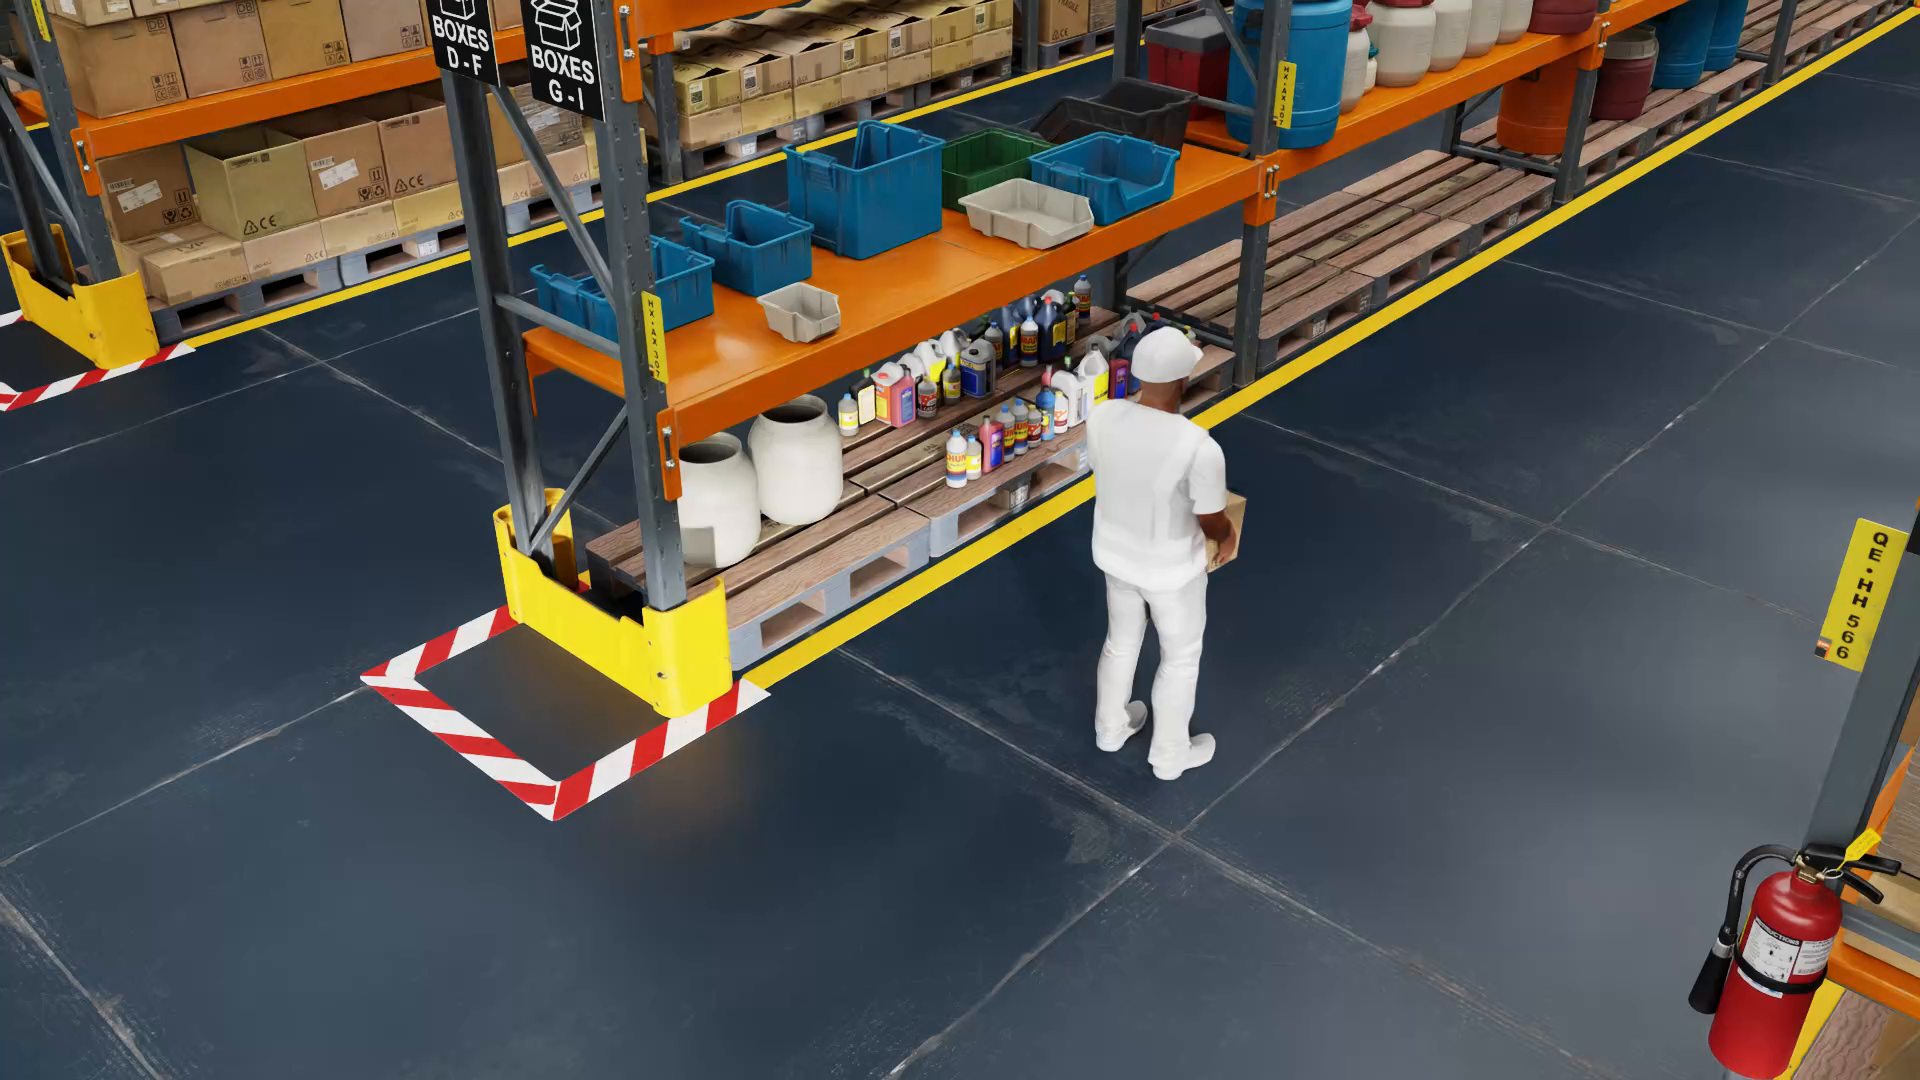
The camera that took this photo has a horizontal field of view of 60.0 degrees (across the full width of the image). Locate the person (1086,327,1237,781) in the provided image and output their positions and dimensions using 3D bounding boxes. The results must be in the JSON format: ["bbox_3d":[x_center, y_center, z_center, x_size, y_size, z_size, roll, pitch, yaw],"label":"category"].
[{"bbox_3d":[0.733,0.038,6.047,0.562,1.768,0.509,25,39,35],"label":"person"}]
